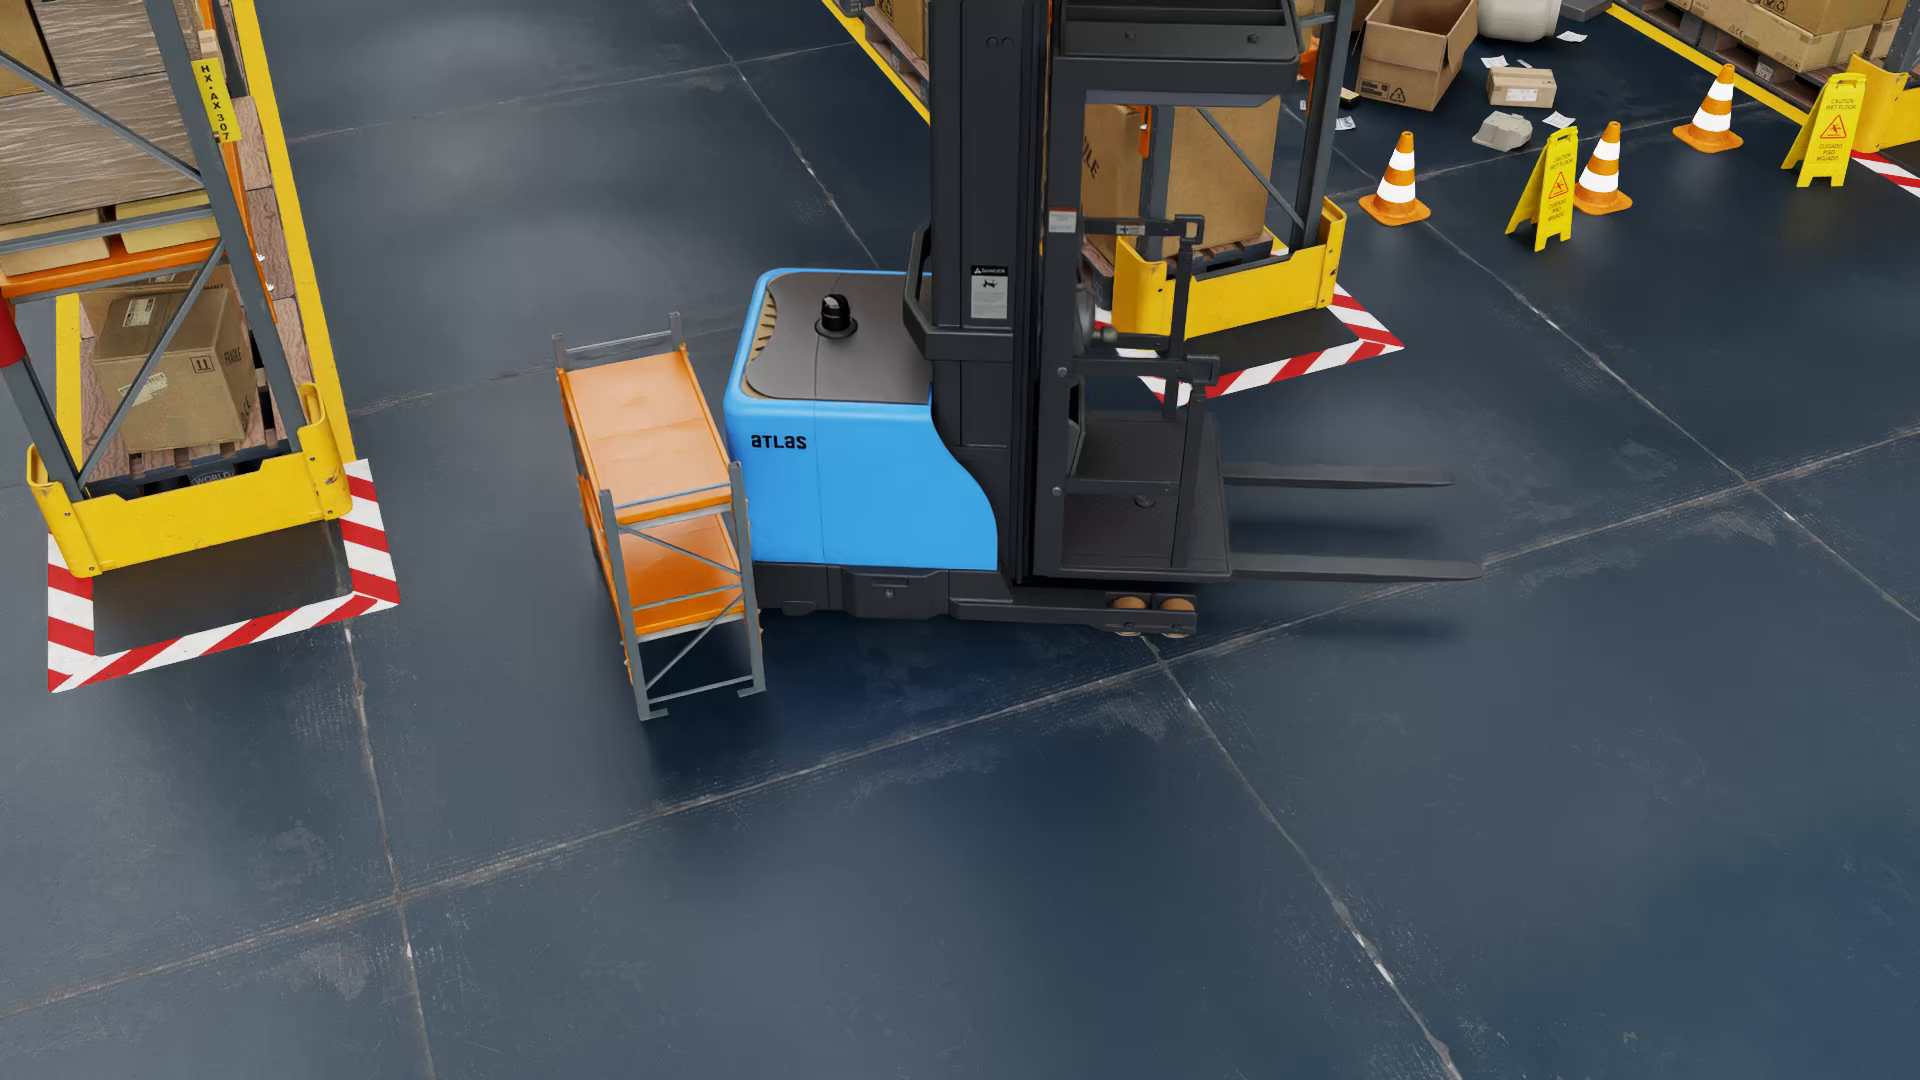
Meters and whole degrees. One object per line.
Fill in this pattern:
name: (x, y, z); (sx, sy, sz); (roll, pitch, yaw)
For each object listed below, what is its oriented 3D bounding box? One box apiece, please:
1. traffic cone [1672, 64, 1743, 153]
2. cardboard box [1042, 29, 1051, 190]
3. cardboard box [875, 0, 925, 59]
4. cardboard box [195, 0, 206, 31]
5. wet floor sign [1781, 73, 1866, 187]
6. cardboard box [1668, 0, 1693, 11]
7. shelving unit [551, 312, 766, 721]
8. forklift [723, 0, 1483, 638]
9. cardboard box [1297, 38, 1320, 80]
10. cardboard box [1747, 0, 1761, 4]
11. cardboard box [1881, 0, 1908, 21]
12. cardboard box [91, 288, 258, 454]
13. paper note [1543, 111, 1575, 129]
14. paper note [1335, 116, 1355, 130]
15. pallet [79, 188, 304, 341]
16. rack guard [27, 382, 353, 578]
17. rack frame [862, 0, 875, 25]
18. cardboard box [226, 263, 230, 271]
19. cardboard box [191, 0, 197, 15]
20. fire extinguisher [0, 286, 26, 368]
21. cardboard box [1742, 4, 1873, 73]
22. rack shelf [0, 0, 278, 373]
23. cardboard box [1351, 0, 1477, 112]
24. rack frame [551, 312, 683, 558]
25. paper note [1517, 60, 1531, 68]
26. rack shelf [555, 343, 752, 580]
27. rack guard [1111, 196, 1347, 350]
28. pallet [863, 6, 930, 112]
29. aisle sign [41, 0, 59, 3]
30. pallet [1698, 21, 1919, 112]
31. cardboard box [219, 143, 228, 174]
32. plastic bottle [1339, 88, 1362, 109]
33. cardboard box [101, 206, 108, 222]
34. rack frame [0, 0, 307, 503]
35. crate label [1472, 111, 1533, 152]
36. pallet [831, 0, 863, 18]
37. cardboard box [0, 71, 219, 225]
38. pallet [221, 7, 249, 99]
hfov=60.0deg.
traffic cone: (4.533, -2.615, 9.935); (0.336, 0.463, 0.334); (-15, 43, -17)
cardboard box: (0.695, -2.619, 9.302); (0.875, 0.875, 0.875); (-16, 43, -18)
cardboard box: (0.000, -3.710, 10.572); (0.875, 0.875, 0.875); (-14, 43, -16)
cardboard box: (-3.883, -2.518, 8.070); (0.380, 0.149, 0.250); (-15, 43, -17)
wet floor sign: (4.973, -2.365, 9.505); (0.267, 0.644, 0.232); (-2, 41, -2)
cardboard box: (4.935, -3.804, 11.159); (0.500, 0.250, 0.500); (-17, 43, -18)
shelving unit: (-1.176, -0.101, 6.505); (0.538, 1.125, 1.048); (-13, 42, -15)
forklift: (0.629, -1.069, 6.245); (3.031, 2.935, 1.130); (2, 41, 2)
cardboard box: (2.183, -3.140, 10.698); (0.396, 0.266, 0.258); (-8, 41, -9)
cardboard box: (5.139, -3.771, 10.547); (0.500, 0.500, 0.500); (-14, 43, -15)
cardboard box: (5.826, -3.609, 10.358); (0.500, 0.500, 0.500); (-16, 43, -18)
cardboard box: (-3.490, -0.759, 7.427); (0.500, 0.500, 0.500); (-8, 41, -9)
paper note: (3.688, -2.586, 10.234); (0.148, 0.019, 0.142); (-31, 49, -31)
paper note: (2.339, -2.560, 10.205); (0.144, 0.017, 0.142); (-2, 41, -2)
pallet: (-4.037, -1.387, 8.701); (1.003, 0.211, 1.213); (-15, 43, -17)
rack guard: (-3.296, -0.265, 7.175); (1.175, 0.500, 0.348); (-15, 43, -17)
rack frame: (-0.176, -4.753, 10.477); (1.000, 3.000, 0.127); (-15, 43, -17)
cardboard box: (-3.973, -1.492, 8.280); (0.500, 0.500, 0.500); (-11, 42, -13)
cardboard box: (-3.410, -2.399, 6.667); (0.500, 0.500, 0.500); (-15, 43, -17)
fire extinguisher: (-3.649, -0.954, 6.118); (0.296, 0.674, 0.183); (-15, 43, -17)
cardboard box: (5.322, -3.190, 10.446); (0.500, 0.250, 0.500); (-15, 43, -17)
rack shelf: (-4.032, -2.099, 7.942); (1.077, 0.370, 4.000); (-15, 43, -17)
cardboard box: (2.878, -3.119, 10.491); (0.637, 0.503, 0.797); (19, 44, 20)
rack frame: (-1.345, -0.413, 6.868); (0.500, 1.125, 0.032); (-13, 42, -15)
paper note: (3.686, -3.111, 10.860); (0.032, 0.001, 0.123); (-15, 43, -17)
rack shelf: (-1.176, -0.323, 6.314); (0.538, 0.278, 1.000); (-13, 42, -15)
rack guard: (1.364, -1.381, 8.473); (1.175, 0.500, 0.348); (-15, 43, -17)
pallet: (0.043, -3.218, 10.830); (1.003, 0.211, 1.213); (-15, 43, -17)
aisle sign: (-2.966, -2.190, 5.502); (0.394, 0.787, 0.004); (-15, 43, -17)
pallet: (5.582, -3.126, 10.723); (1.003, 0.211, 1.213); (-15, 43, -17)
cardboard box: (-3.315, -1.613, 7.017); (0.380, 0.149, 0.250); (-15, 43, -17)
plastic bottle: (2.373, -2.799, 10.458); (0.133, 0.061, 0.283); (-31, 49, -31)
cardboard box: (-3.662, -1.343, 6.703); (0.380, 0.149, 0.250); (-15, 43, -17)
rack frame: (-3.267, -1.167, 6.306); (1.000, 3.000, 0.127); (-15, 43, -17)
crate label: (3.279, -2.467, 10.014); (0.298, 0.136, 0.250); (27, 47, 27)
pallet: (-0.541, -4.142, 11.904); (1.003, 0.211, 1.213); (-15, 43, -17)
cardboard box: (-3.452, -1.656, 6.570); (0.875, 0.500, 0.500); (-15, 43, -17)
pallet: (-5.097, -2.988, 10.563); (1.003, 0.211, 1.213); (-15, 43, -17)
